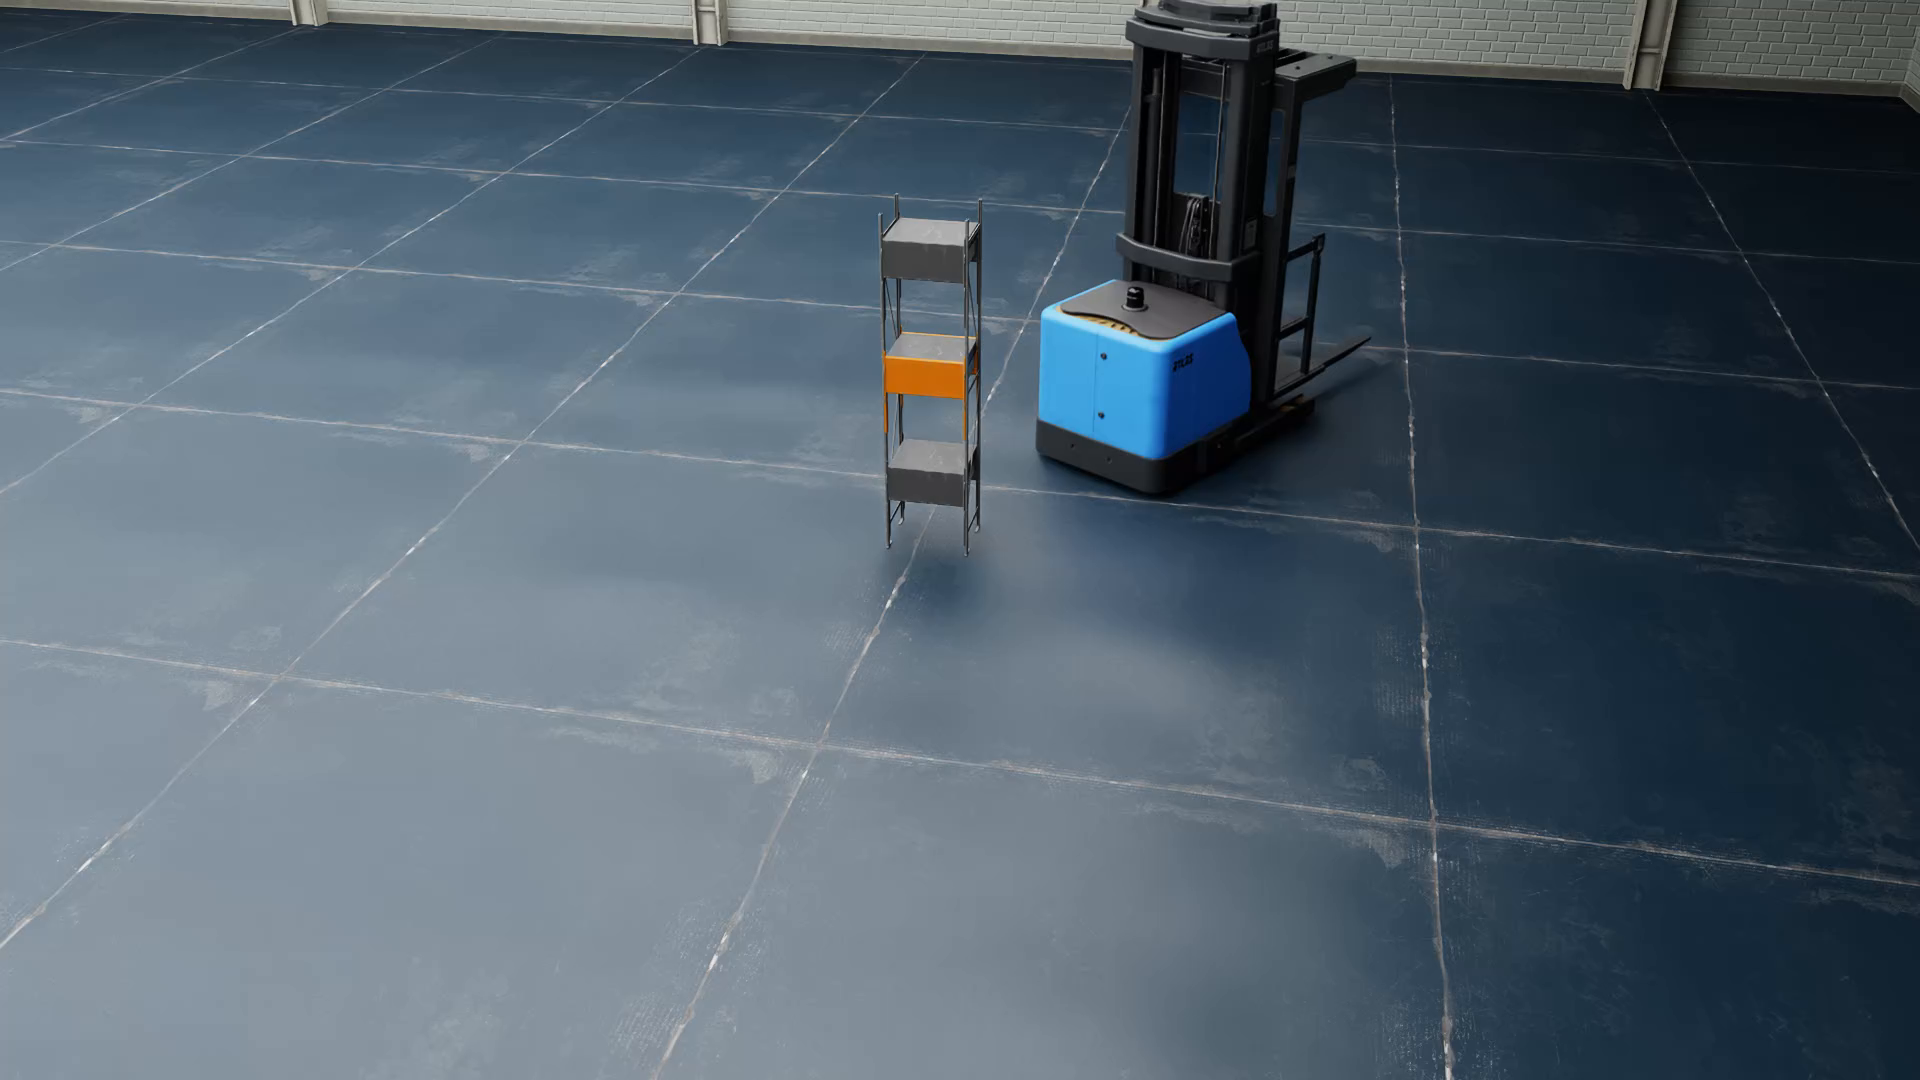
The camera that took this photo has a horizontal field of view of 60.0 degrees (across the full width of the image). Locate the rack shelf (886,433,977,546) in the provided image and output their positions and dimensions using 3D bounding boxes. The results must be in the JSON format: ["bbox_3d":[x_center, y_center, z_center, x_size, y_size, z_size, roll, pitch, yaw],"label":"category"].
[{"bbox_3d":[-0.162,-0.312,10.119,0.480,0.518,0.431,6,29,11],"label":"rack shelf"}]

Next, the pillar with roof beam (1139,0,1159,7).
[{"bbox_3d":[1.590,-8.087,15.651,0.400,9.000,9.100,6,29,11],"label":"pillar with roof beam"}]

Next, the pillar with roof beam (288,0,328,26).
[{"bbox_3d":[-10.146,-9.291,17.849,0.400,9.000,9.100,6,29,11],"label":"pillar with roof beam"}]

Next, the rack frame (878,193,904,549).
[{"bbox_3d":[-0.401,-0.962,9.821,0.015,2.100,0.400,6,29,11],"label":"rack frame"}]

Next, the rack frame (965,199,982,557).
[{"bbox_3d":[0.077,-0.913,9.731,0.015,2.100,0.400,6,29,11],"label":"rack frame"}]

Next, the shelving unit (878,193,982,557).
[{"bbox_3d":[-0.162,-0.938,9.776,0.503,2.100,0.431,6,29,11],"label":"shelving unit"}]

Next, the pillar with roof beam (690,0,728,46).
[{"bbox_3d":[-4.278,-8.689,16.750,0.400,9.000,9.100,6,29,11],"label":"pillar with roof beam"}]

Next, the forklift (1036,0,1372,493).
[{"bbox_3d":[1.868,-2.209,11.232,1.130,2.935,3.031,23,36,36],"label":"forklift"}]

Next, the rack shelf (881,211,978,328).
[{"bbox_3d":[-0.162,-1.540,9.447,0.480,0.518,0.431,6,29,11],"label":"rack shelf"}]

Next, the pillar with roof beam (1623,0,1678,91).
[{"bbox_3d":[7.457,-7.486,14.552,0.400,9.000,9.100,6,29,11],"label":"pillar with roof beam"}]

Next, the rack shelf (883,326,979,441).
[{"bbox_3d":[-0.162,-0.926,9.783,0.480,0.518,0.431,6,29,11],"label":"rack shelf"}]
